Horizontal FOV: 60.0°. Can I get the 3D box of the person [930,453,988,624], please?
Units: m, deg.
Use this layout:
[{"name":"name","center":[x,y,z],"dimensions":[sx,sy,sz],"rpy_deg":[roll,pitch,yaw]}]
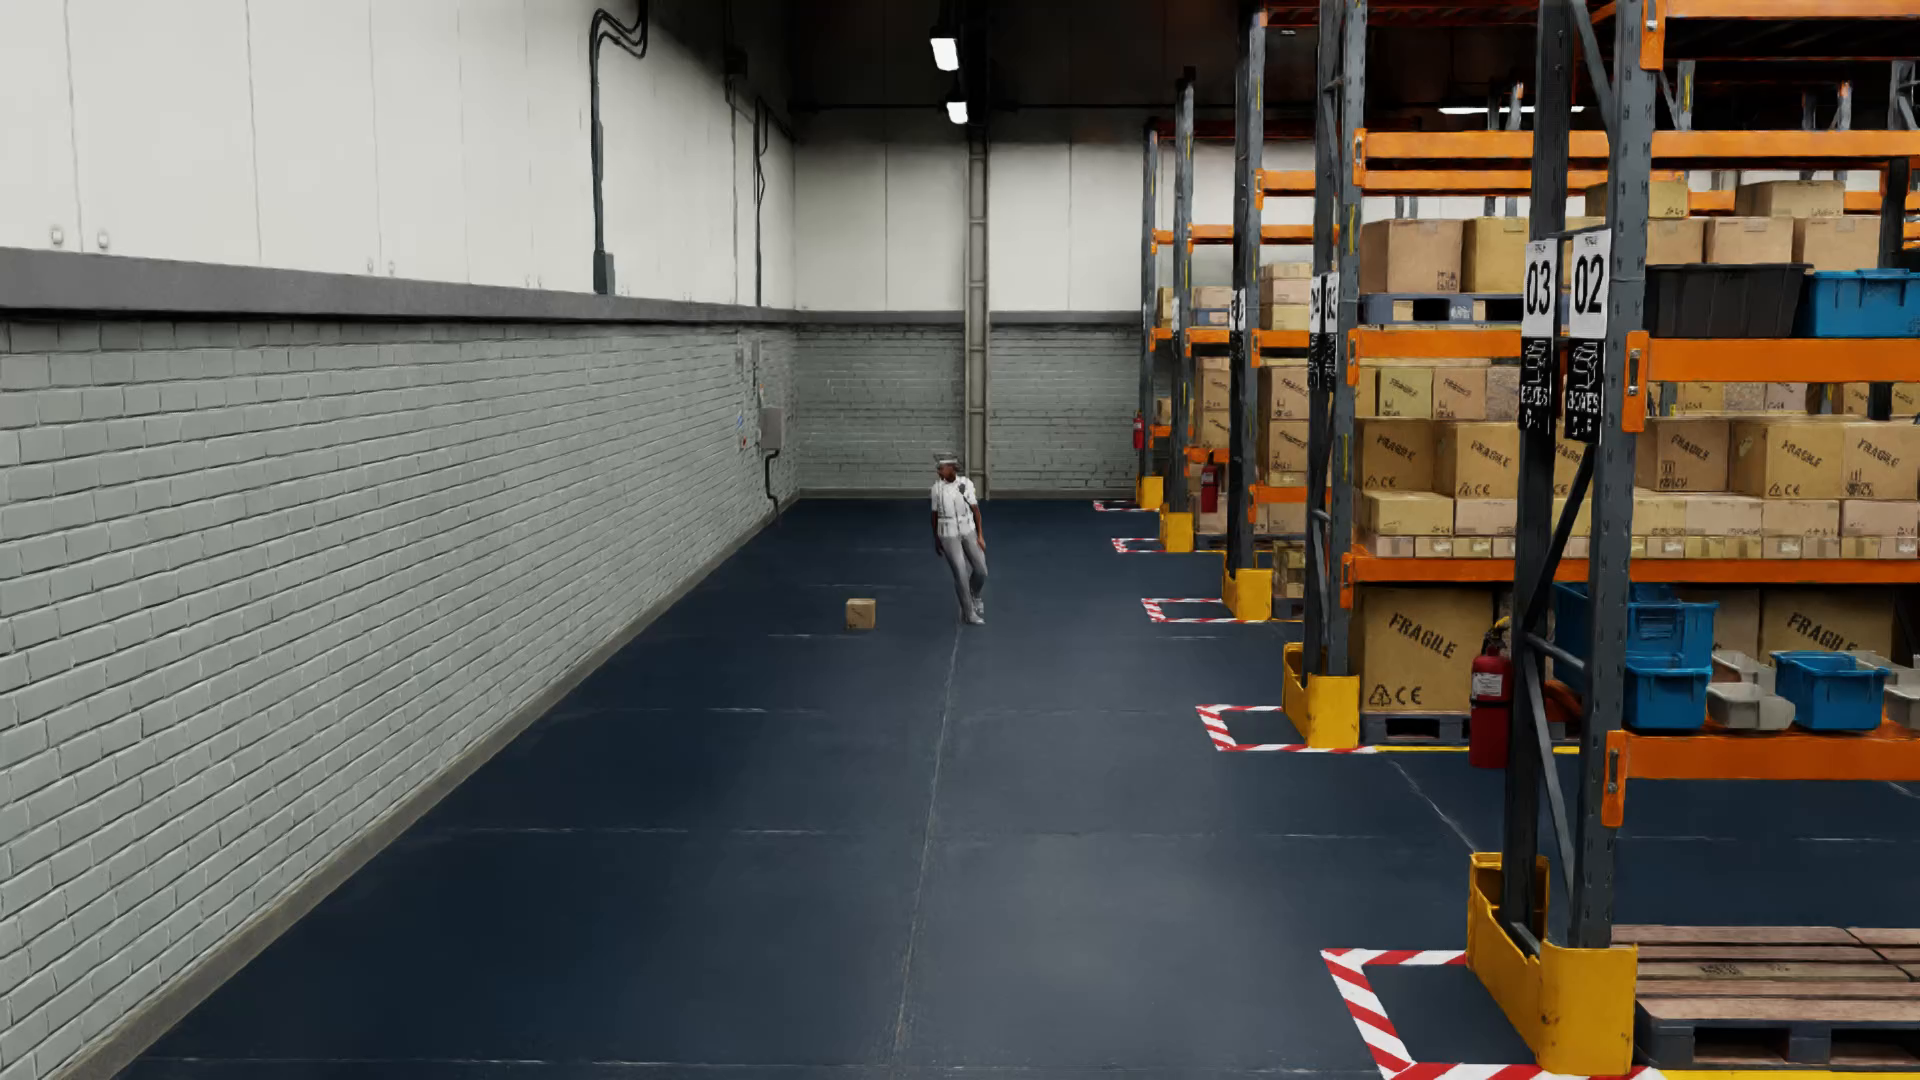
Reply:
[{"name":"person","center":[-0.010,-0.023,16.074],"dimensions":[0.527,1.627,0.544],"rpy_deg":[-1,7,-7]}]
